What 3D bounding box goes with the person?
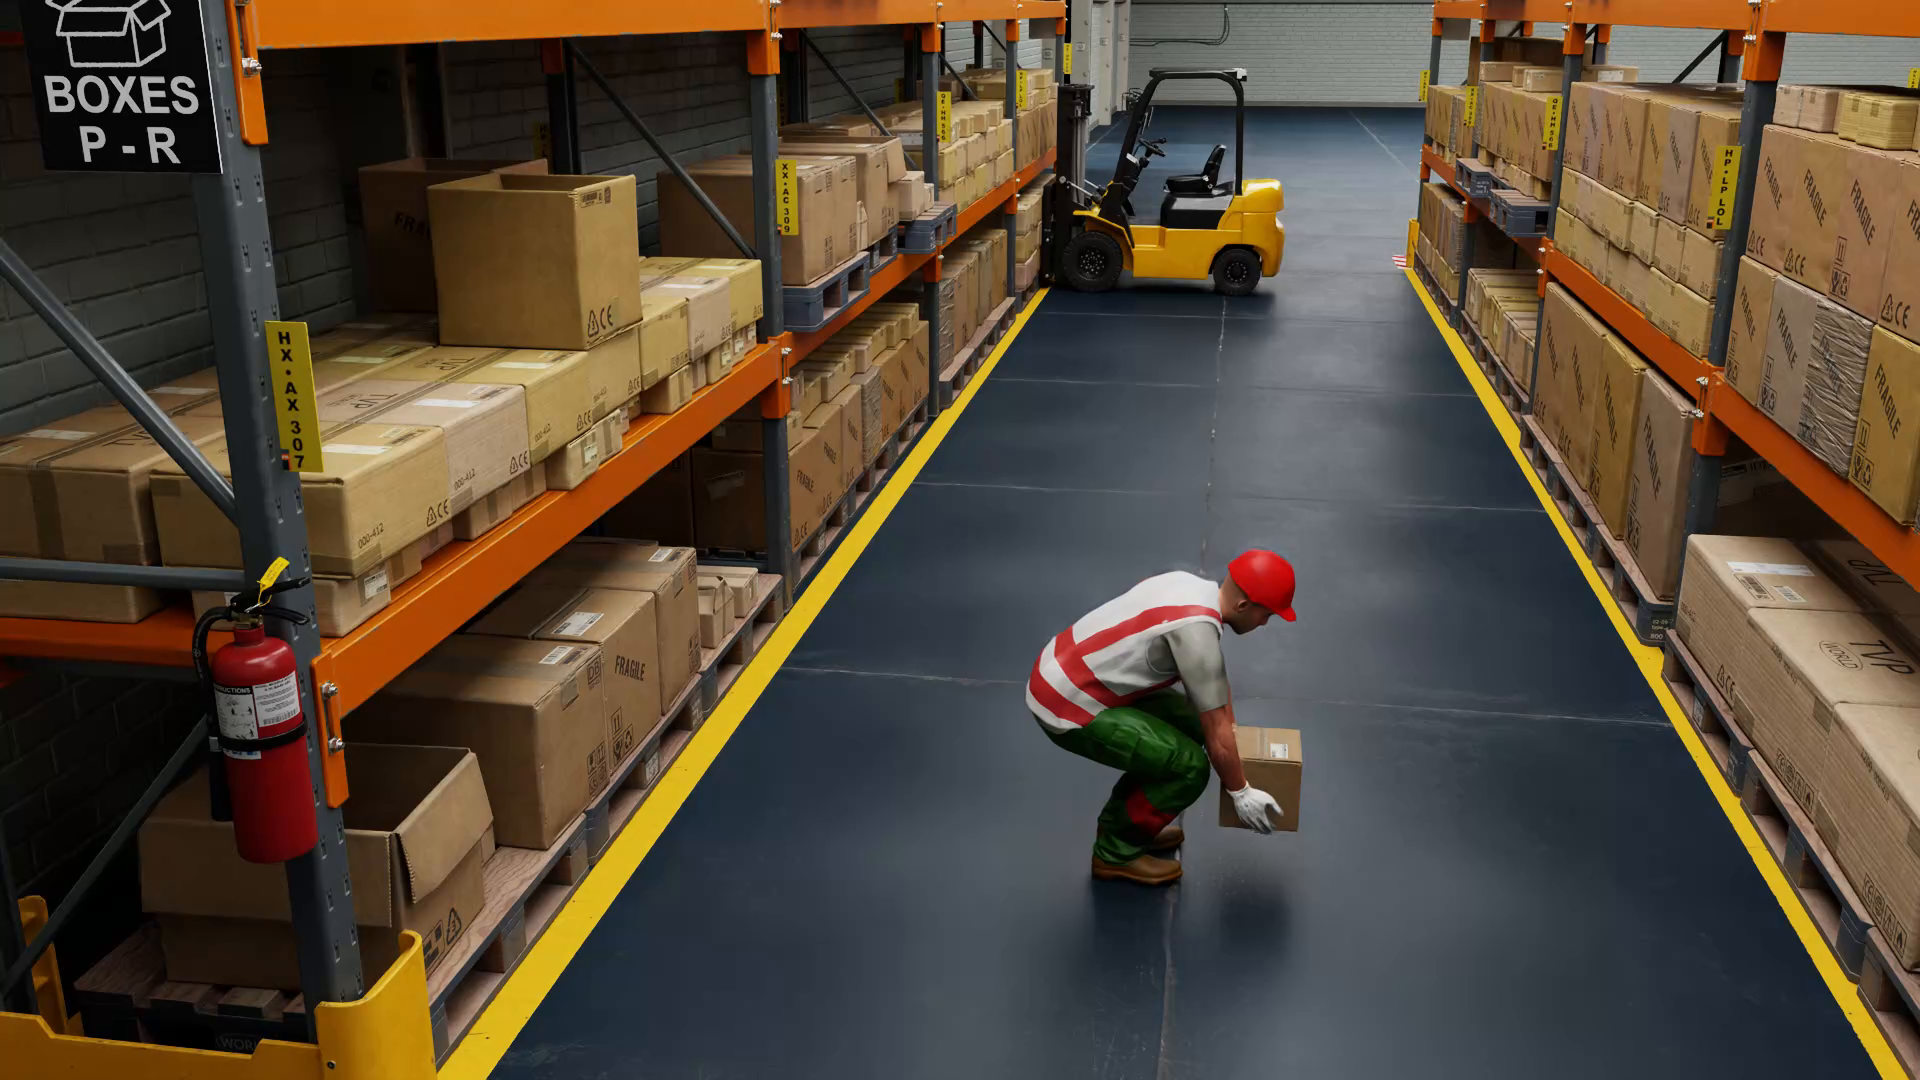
[{"bbox_3d":[0.648,0.545,5.453,0.857,1.094,0.576,3,18,8],"label":"person"}]
